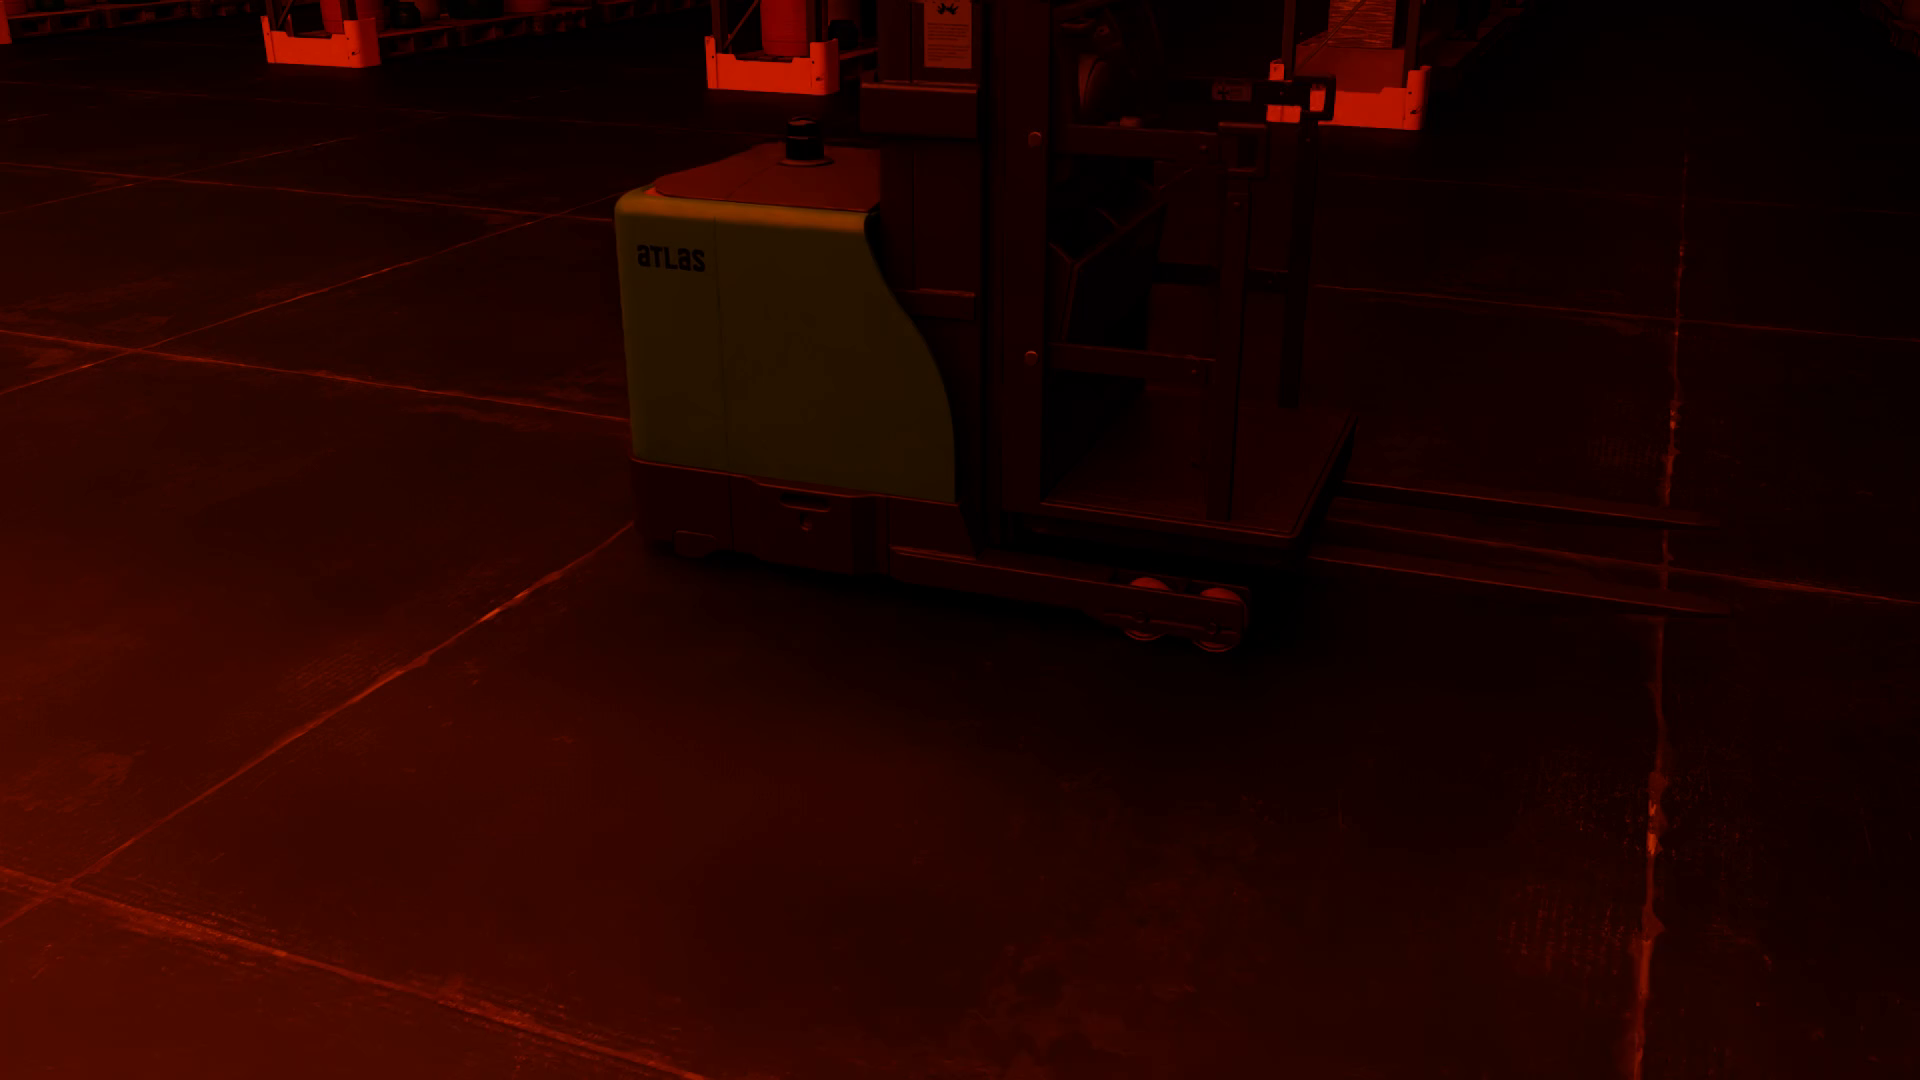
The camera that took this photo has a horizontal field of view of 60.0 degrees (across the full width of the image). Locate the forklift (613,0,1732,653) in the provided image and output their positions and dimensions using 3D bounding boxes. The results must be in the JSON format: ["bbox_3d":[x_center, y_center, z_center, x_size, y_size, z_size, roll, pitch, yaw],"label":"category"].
[{"bbox_3d":[0.591,-1.287,4.372,3.031,2.935,1.130,8,24,19],"label":"forklift"}]
